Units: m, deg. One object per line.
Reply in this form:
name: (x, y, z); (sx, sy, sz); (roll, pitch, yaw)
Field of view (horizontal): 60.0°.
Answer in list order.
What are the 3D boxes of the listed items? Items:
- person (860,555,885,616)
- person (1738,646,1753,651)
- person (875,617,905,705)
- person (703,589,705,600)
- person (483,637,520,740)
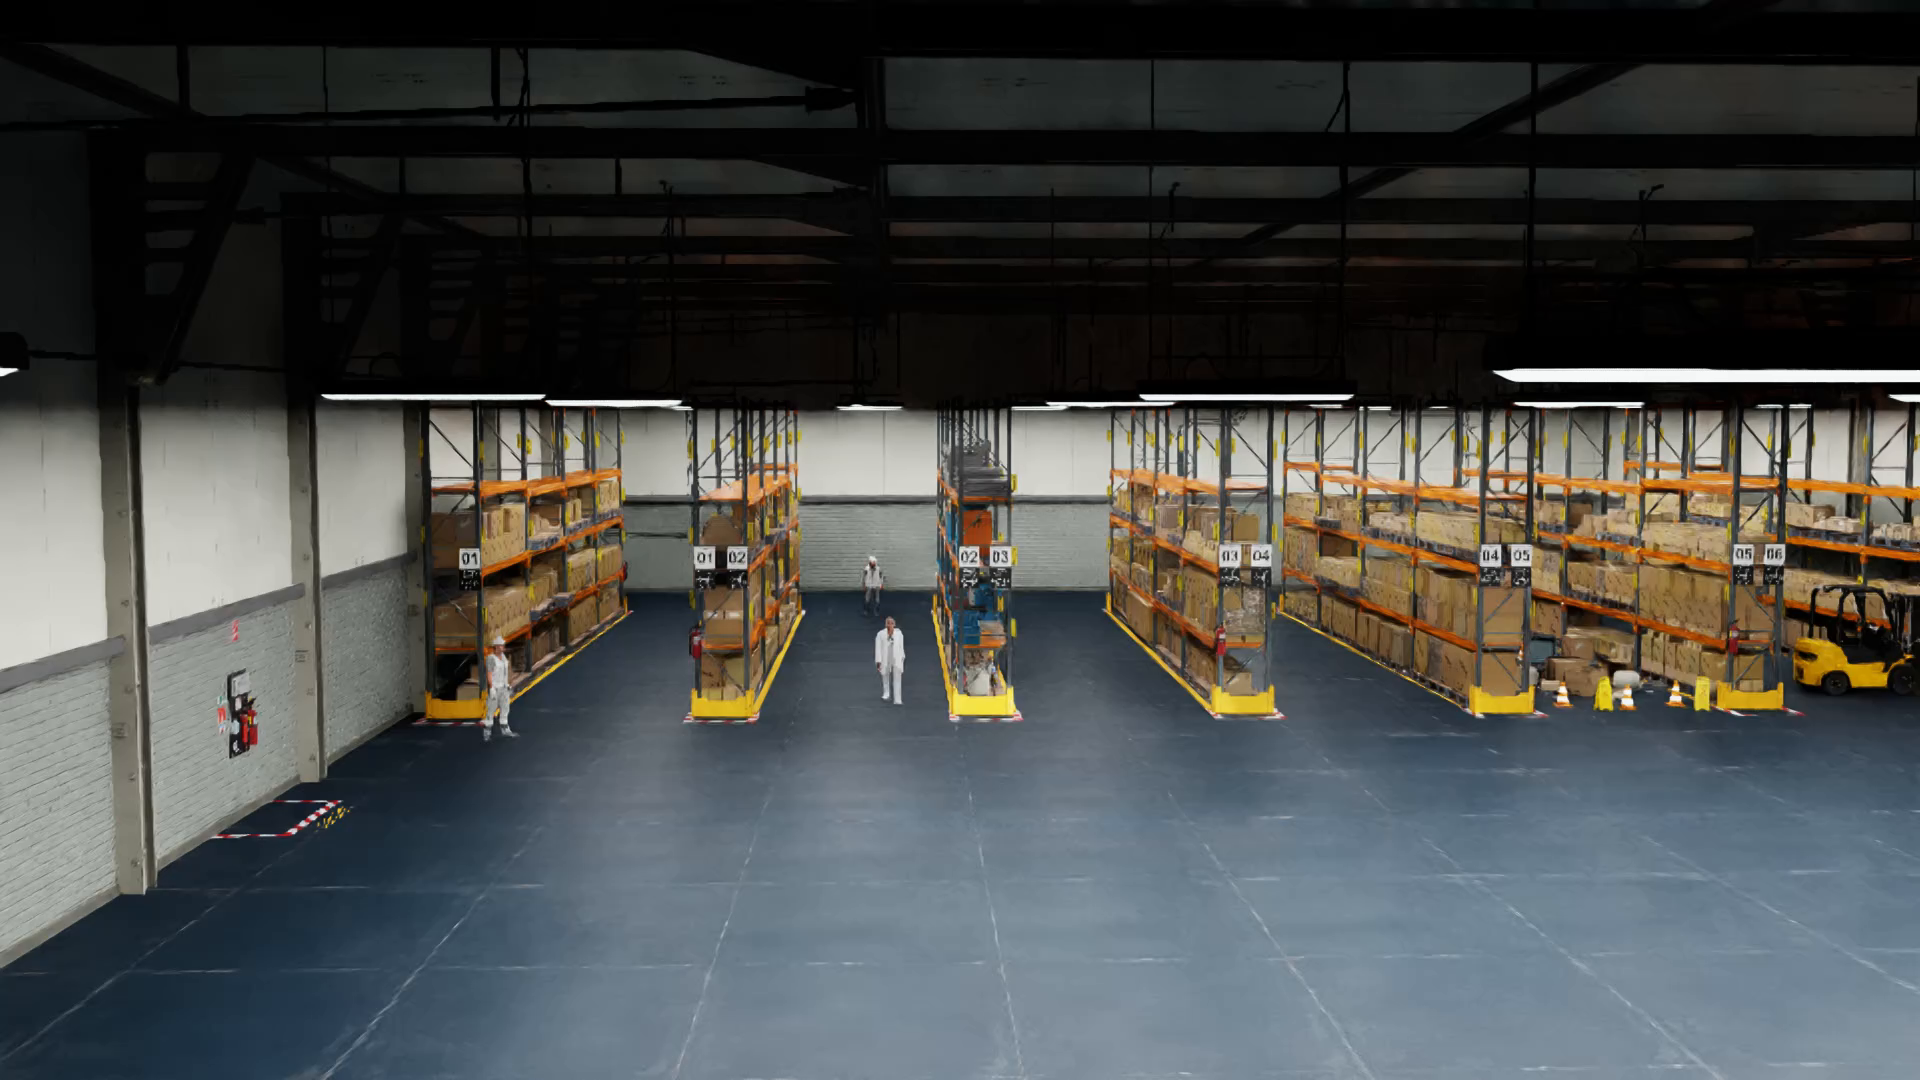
person: (-2.441, 1.283, 46.441); (0.677, 1.726, 0.574); (0, 4, -4)
person: (16.710, 2.108, 35.507); (0.497, 1.731, 0.588); (2, 5, 29)
person: (-1.369, 2.343, 32.534); (0.601, 1.698, 1.174); (0, 4, -4)
person: (-6.535, 1.489, 44.039); (0.543, 1.648, 1.115); (0, 4, 0)
person: (-8.049, 2.583, 28.978); (0.468, 1.794, 0.634); (2, 5, 23)
